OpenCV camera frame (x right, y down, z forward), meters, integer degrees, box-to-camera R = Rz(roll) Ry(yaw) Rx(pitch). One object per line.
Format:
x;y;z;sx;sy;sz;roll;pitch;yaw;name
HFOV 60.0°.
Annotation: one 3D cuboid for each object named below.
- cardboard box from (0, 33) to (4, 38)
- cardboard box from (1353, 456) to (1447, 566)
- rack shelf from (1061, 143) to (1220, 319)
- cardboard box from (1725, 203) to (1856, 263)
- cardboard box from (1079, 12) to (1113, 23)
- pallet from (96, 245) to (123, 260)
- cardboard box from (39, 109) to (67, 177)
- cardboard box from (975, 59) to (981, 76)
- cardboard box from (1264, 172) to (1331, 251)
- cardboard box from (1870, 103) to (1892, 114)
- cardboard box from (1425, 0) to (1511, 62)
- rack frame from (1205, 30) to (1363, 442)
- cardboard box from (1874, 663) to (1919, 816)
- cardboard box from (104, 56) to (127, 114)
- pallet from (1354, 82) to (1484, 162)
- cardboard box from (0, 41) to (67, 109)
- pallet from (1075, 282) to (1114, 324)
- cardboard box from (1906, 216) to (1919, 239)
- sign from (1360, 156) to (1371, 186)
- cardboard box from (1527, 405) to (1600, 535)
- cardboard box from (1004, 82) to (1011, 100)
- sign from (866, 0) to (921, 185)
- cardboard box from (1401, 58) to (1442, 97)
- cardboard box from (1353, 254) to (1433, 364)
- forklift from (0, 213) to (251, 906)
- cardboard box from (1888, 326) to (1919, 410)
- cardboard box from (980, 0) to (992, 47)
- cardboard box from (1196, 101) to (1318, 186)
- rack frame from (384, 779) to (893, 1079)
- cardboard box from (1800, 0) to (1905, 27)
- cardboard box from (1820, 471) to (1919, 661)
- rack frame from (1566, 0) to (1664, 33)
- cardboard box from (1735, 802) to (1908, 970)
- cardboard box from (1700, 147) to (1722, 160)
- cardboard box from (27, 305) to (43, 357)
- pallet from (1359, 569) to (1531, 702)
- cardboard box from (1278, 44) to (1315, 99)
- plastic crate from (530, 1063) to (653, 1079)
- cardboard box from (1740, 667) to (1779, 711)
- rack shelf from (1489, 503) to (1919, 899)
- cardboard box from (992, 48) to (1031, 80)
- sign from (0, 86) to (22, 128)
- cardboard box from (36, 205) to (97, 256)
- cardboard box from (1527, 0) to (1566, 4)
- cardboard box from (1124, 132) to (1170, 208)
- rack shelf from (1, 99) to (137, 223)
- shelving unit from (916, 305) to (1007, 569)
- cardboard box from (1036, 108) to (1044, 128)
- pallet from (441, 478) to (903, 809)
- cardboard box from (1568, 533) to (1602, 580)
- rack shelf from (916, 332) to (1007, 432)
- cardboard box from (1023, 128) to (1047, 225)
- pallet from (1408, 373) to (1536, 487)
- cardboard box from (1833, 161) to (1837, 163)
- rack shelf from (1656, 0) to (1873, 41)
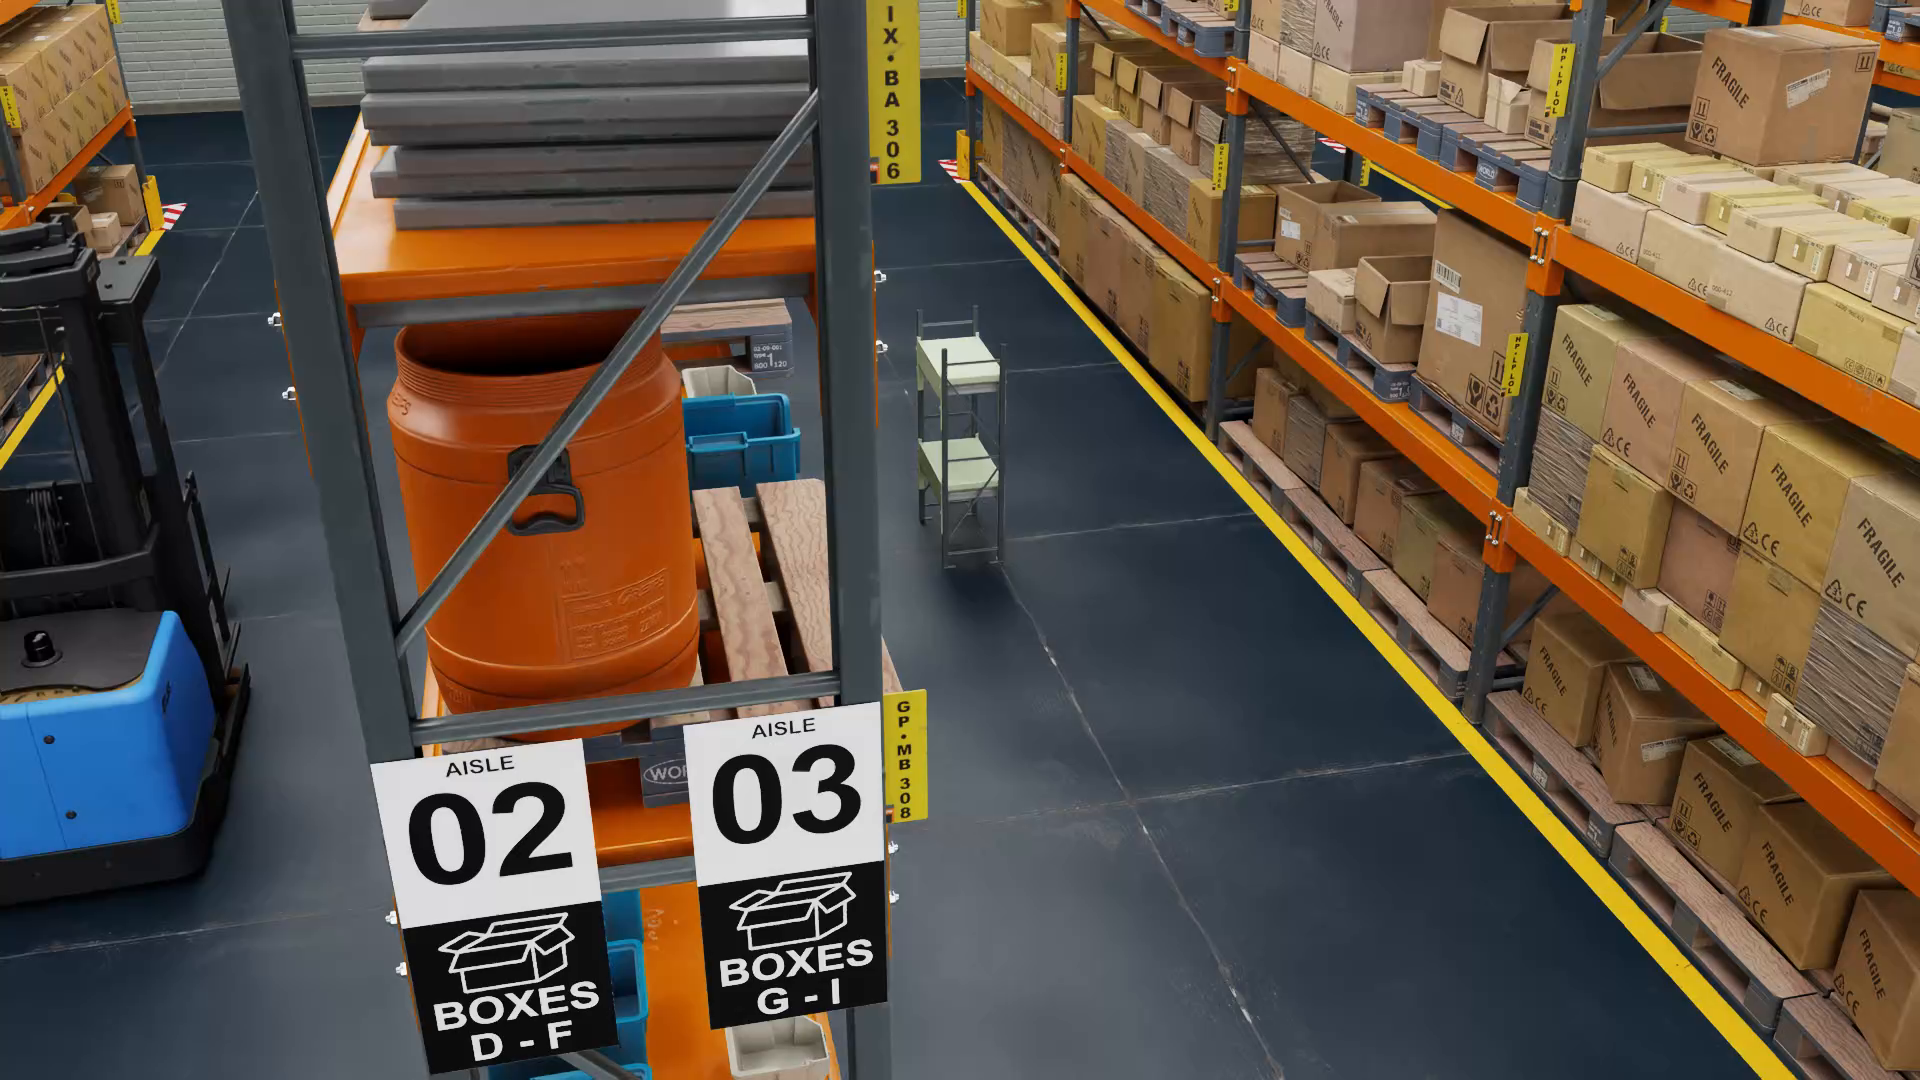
-8.897;-4.262;14.992;0.500;0.500;0.500;-6;27;-12;cardboard box
2.935;-0.210;10.470;0.700;0.500;0.500;-8;28;-16;cardboard box
1.916;-2.714;13.943;1.077;0.370;4.000;-6;27;-12;rack shelf
3.280;-1.217;6.573;0.380;0.149;0.250;-6;27;-13;cardboard box
1.381;-4.995;16.667;0.500;0.500;0.500;-7;28;-13;cardboard box
-8.619;-2.502;15.820;1.003;0.211;1.213;-6;27;-12;pallet
-8.155;-3.429;14.451;0.500;0.500;0.500;-5;27;-11;cardboard box
0.382;-5.255;18.458;0.380;0.149;0.250;-6;27;-12;cardboard box
2.522;-2.443;12.496;0.500;0.500;0.500;-5;27;-10;cardboard box
10.680;-5.039;20.127;0.875;0.438;0.875;-5;27;-10;cardboard box
2.941;-3.137;9.988;0.500;0.500;0.500;-5;27;-11;cardboard box
2.367;-2.157;12.041;1.000;3.000;0.127;-6;27;-12;rack frame
3.843;0.726;5.888;0.875;0.500;0.500;-6;27;-12;cardboard box
-8.722;-4.540;16.652;0.500;0.500;0.500;-5;27;-10;cardboard box
2.996;-2.393;9.388;1.213;0.211;1.003;-6;27;-12;pallet
-8.251;-4.087;14.645;0.500;0.500;0.500;-7;28;-13;cardboard box
1.713;-2.337;15.493;1.003;0.211;1.213;-6;27;-12;pallet
3.925;-1.160;6.460;0.380;0.149;0.250;-5;27;-9;cardboard box
2.893;-2.698;11.915;0.100;0.325;0.005;-6;27;-12;sign
3.310;-0.375;8.069;0.875;0.500;0.500;-6;27;-12;cardboard box
0.670;-4.692;17.343;0.380;0.149;0.250;-7;28;-13;cardboard box
-0.119;-0.781;2.889;0.100;0.325;0.005;-6;27;-12;sign
2.748;-2.636;9.455;0.380;0.166;0.250;-7;28;-13;cardboard box
2.788;-1.386;9.933;0.797;0.503;0.637;-3;27;-6;cardboard box
-4.472;-0.267;8.372;1.130;2.935;3.031;-7;28;-14;forklift
3.591;-0.548;5.690;0.500;0.250;0.500;-5;27;-10;cardboard box
0.522;-5.612;17.890;0.500;0.500;0.500;-7;28;-13;cardboard box
2.218;-2.972;12.432;0.797;0.503;0.637;-5;27;-10;cardboard box
-0.656;1.858;4.087;1.000;3.000;0.127;-6;27;-12;rack frame
6.846;-4.225;12.698;0.500;0.500;0.500;-6;27;-12;cardboard box
3.577;0.076;6.066;0.500;0.500;0.500;-6;27;-12;cardboard box
6.321;-4.372;16.430;1.000;3.000;0.127;-6;27;-12;rack frame
3.755;1.472;7.159;0.500;0.500;0.500;-3;27;-7;cardboard box
3.623;-1.738;7.606;0.380;0.149;0.250;-5;27;-10;cardboard box
-7.796;-1.802;13.623;0.500;0.500;0.500;-6;27;-12;cardboard box
3.091;0.502;9.867;1.003;0.211;1.213;-6;27;-12;pallet
2.340;-2.972;10.492;0.500;0.250;0.500;-5;27;-10;cardboard box
-1.060;1.735;4.495;0.499;0.251;0.616;-6;27;-12;plastic crate
3.475;0.598;6.861;0.380;0.149;0.250;-6;27;-12;cardboard box
3.719;0.798;6.985;1.077;0.370;4.000;-6;27;-12;rack shelf
0.642;-5.048;17.606;0.500;0.250;0.500;-7;28;-13;cardboard box
-7.647;-3.484;13.384;0.100;0.325;0.005;-6;27;-12;sign
-8.615;-2.815;15.627;0.797;0.503;0.637;-6;27;-12;cardboard box
5.951;-5.175;16.470;0.500;0.500;0.500;-7;28;-13;cardboard box
1.674;-3.064;13.726;0.500;0.500;0.500;-5;27;-11;cardboard box
-8.638;-3.466;15.432;1.077;0.370;4.000;-6;27;-12;rack shelf
0.002;-0.667;10.753;0.431;1.500;0.755;-6;27;-12;shelving unit
0.962;-4.127;16.223;0.380;0.149;0.250;-6;27;-12;cardboard box
-0.747;0.230;4.192;1.003;0.211;1.213;-6;27;-12;pallet
3.151;0.054;7.939;0.380;0.149;0.250;-6;27;-12;cardboard box
0.002;-1.015;10.577;0.431;0.370;0.720;-6;27;-12;rack shelf
1.192;-3.845;17.277;0.875;0.875;0.875;-6;27;-12;cardboard box
3.238;-0.666;9.299;1.003;0.211;1.213;-6;27;-12;pallet
7.246;-3.176;13.542;0.380;0.149;0.250;-5;27;-9;cardboard box
6.771;-4.512;14.177;1.077;0.370;4.000;-6;27;-12;rack shelf
